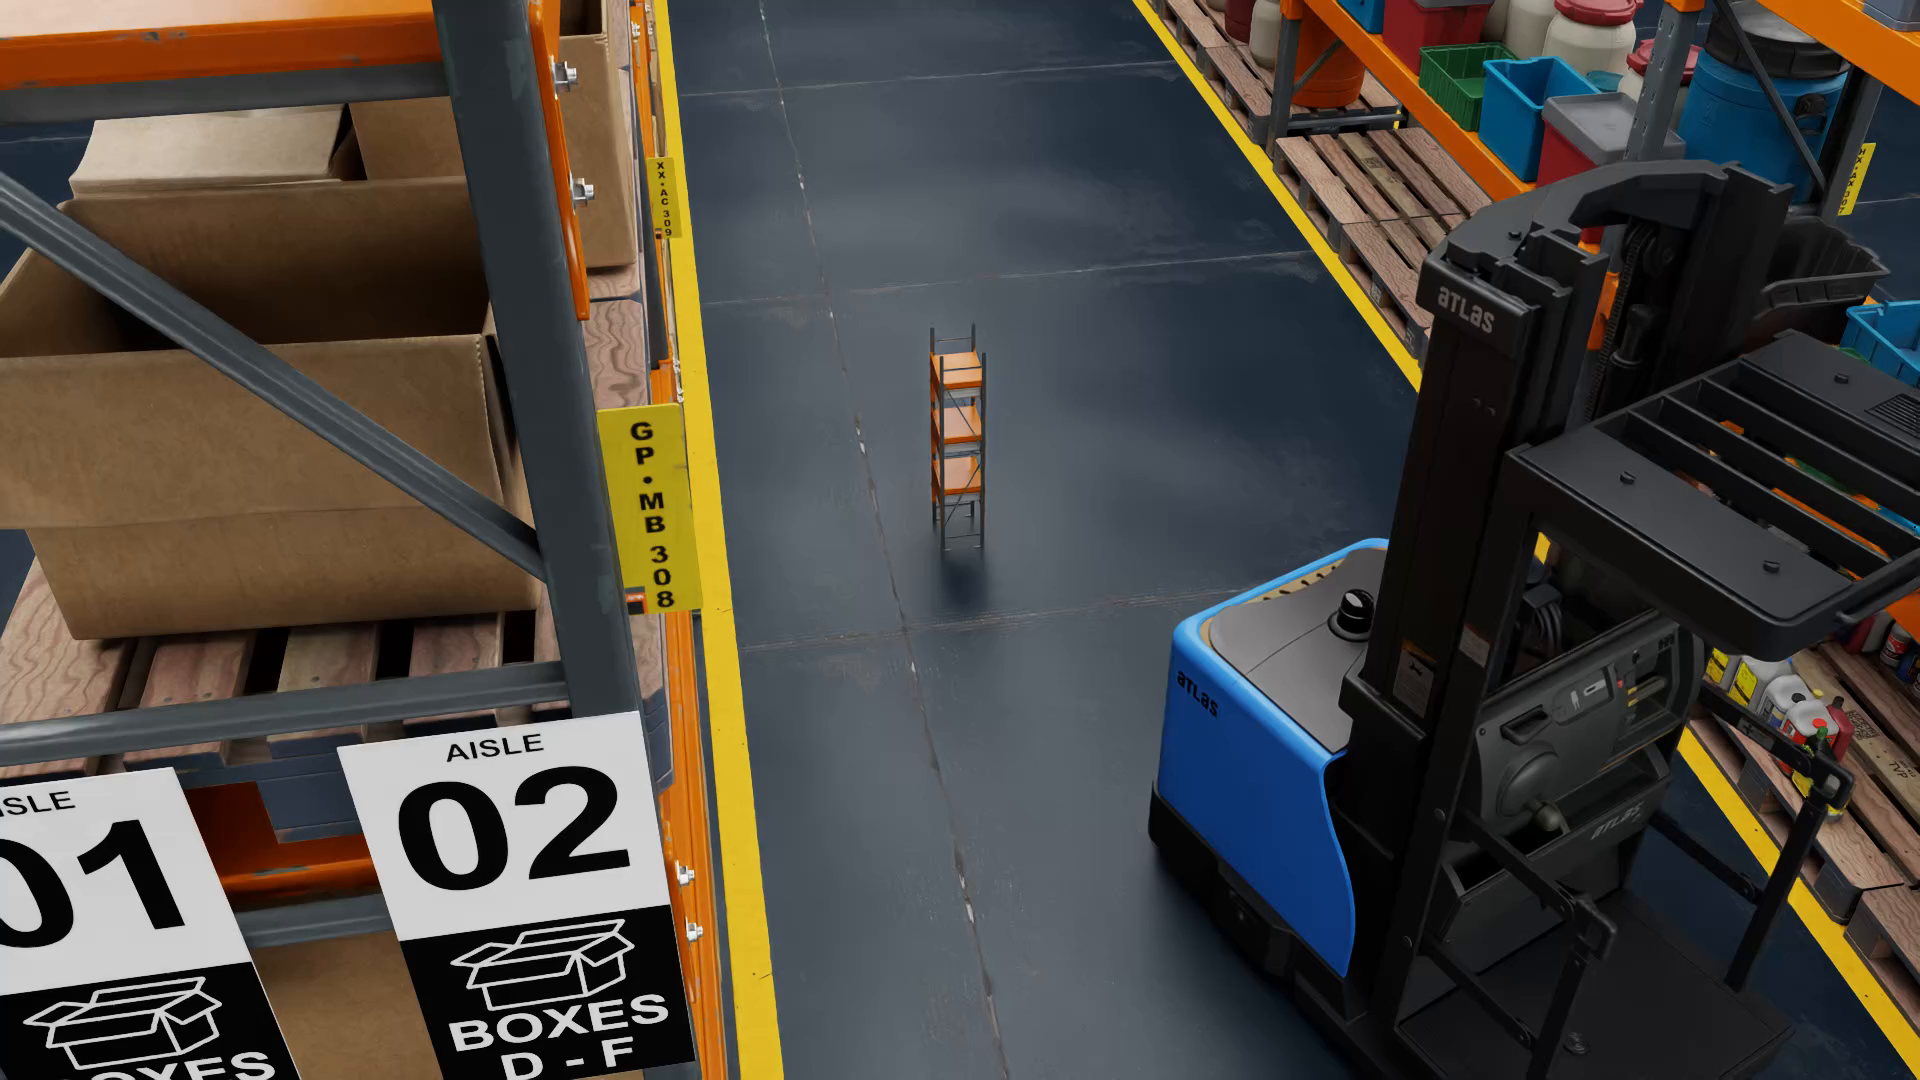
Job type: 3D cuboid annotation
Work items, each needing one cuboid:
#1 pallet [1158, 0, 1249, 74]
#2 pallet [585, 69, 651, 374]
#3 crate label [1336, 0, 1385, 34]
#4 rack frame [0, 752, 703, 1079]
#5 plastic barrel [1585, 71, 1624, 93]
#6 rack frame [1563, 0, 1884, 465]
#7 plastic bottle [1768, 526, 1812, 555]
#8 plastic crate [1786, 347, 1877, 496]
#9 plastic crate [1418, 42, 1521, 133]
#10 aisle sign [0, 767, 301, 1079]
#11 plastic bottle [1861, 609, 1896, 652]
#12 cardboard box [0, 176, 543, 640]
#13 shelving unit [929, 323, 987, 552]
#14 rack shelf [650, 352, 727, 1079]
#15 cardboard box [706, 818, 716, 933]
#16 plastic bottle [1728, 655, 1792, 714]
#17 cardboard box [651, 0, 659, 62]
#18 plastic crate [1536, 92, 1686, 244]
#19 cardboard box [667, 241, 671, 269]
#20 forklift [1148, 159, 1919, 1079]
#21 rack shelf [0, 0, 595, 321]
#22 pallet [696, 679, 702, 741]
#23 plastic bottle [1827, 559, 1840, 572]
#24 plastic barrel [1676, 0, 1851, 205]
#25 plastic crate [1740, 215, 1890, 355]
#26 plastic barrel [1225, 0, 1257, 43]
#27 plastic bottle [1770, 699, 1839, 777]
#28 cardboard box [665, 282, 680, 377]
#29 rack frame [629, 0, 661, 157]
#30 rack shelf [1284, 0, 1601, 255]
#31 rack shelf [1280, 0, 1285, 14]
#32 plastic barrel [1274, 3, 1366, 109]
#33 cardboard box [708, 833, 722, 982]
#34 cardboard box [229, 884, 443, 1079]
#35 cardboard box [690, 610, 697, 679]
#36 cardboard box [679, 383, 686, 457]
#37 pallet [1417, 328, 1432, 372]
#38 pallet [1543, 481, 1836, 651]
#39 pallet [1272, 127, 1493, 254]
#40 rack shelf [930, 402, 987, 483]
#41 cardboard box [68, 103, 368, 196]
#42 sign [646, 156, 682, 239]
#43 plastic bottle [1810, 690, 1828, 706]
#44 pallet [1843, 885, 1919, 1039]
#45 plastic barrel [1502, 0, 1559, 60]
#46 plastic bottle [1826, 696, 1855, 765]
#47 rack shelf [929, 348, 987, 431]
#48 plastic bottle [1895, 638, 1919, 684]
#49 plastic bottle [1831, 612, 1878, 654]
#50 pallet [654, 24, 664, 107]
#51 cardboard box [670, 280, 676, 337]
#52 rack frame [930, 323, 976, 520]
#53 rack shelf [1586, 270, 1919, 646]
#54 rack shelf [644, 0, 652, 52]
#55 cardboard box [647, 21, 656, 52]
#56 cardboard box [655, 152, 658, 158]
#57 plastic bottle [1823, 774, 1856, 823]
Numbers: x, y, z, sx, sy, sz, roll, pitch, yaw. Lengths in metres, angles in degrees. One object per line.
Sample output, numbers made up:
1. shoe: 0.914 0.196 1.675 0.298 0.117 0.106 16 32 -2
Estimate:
1. pallet: 2.145 -3.884 12.578 1.003 0.211 1.213 -6 38 -8
2. pallet: -1.256 -0.734 3.877 1.003 0.211 1.213 -6 38 -8
3. crate label: 2.442 -3.163 9.348 0.502 0.435 0.616 -6 38 -8
4. rack frame: -0.940 1.584 3.266 1.000 3.000 0.127 -6 38 -8
5. plastic barrel: 3.155 -2.124 8.152 0.301 0.262 0.301 0 38 0
6. rack frame: 3.236 -1.363 7.059 1.000 3.000 0.127 -6 38 -8
7. plastic bottle: 3.525 0.044 7.110 0.152 0.276 0.135 -6 38 -8
8. plastic crate: 3.196 -0.429 6.030 0.450 0.188 0.662 -6 38 -8
9. plastic crate: 2.652 -2.300 8.439 0.450 0.188 0.662 -6 38 -8
10. aisle sign: -1.218 0.629 2.377 0.394 0.787 0.004 -6 38 -8
11. plastic bottle: 3.747 0.307 6.772 0.152 0.276 0.135 -6 38 -7
12. cardboard box: -1.037 -0.210 2.590 0.797 0.503 0.637 -4 38 -5
13. shelving unit: -0.009 -0.447 7.470 0.215 1.050 0.252 -6 38 -8
14. rack shelf: -1.291 0.660 5.042 1.077 0.370 4.000 -6 38 -8
15. cardboard box: -1.076 0.954 5.365 0.500 0.500 0.500 -6 38 -8
16. plastic bottle: 3.109 0.525 6.430 0.144 0.351 0.185 -5 38 -6
17. cardboard box: -2.418 -3.674 11.713 0.500 0.500 0.500 -7 38 -9
18. plastic crate: 2.849 -1.647 7.373 0.402 0.464 0.583 -6 38 -8
19. cardboard box: -1.917 -1.726 9.425 0.500 0.250 0.500 -7 38 -8
20. forklift: 1.919 0.581 4.613 1.130 2.935 3.031 -21 43 -25
21. rack shelf: -1.291 -1.551 3.324 1.077 0.370 4.000 -6 38 -8
22. pallet: -1.543 0.754 6.607 1.003 0.211 1.213 -6 38 -8
23. plastic bottle: 3.736 0.104 7.026 0.061 0.283 0.133 -4 38 -5
24. plastic barrel: 3.466 -1.827 7.247 0.600 0.901 0.708 -6 38 -8
25. plastic crate: 3.202 -1.008 6.653 0.767 0.338 0.504 -6 38 -8
26. plastic barrel: 2.234 -3.968 12.036 0.600 0.588 0.708 -6 38 -8
27. plastic bottle: 3.166 0.738 6.217 0.152 0.276 0.135 -6 38 -8
28. cardboard box: -1.643 -1.025 8.067 0.500 0.311 0.500 -7 38 -9
29. rack frame: -2.343 -3.248 9.486 1.000 3.000 0.127 -6 38 -8
30. rack shelf: 2.885 -2.287 8.835 1.077 0.370 4.000 -6 38 -8
31. rack shelf: 2.184 -4.703 11.944 1.077 0.370 4.000 -6 38 -8
32. plastic barrel: 2.432 -3.381 11.084 0.600 0.830 0.708 -6 38 -8
33. cardboard box: -1.077 1.250 5.595 0.500 0.250 0.500 -6 38 -8
34. cardboard box: -1.019 0.717 3.243 0.700 0.500 0.500 -6 38 -8
35. cardboard box: -1.345 0.344 6.761 0.500 0.250 0.500 -6 38 -8
36. cardboard box: -1.557 -0.491 7.836 0.500 0.250 0.500 -5 38 -7
37. pallet: 3.060 -0.732 8.520 1.003 0.211 1.213 -6 38 -8
38. pallet: 3.312 0.149 7.387 1.003 0.211 1.213 -6 38 -8
39. pallet: 2.632 -2.205 10.417 1.003 0.211 1.213 -6 38 -8
40. rack shelf: -0.009 -0.439 7.476 0.215 0.259 0.240 -6 38 -8
41. cardboard box: -1.499 -0.790 3.493 0.500 0.311 0.500 -2 38 -3
42. sign: -1.096 -1.266 6.164 0.100 0.325 0.005 -6 38 -8
43. plastic bottle: 3.261 0.659 6.379 0.097 0.201 0.097 0 38 0
44. pallet: 3.740 1.622 5.490 1.003 0.211 1.213 -6 38 -8
45. plastic barrel: 3.079 -2.722 8.698 0.433 0.535 0.433 0 38 0
46. plastic bottle: 3.271 0.723 6.230 0.061 0.283 0.133 -6 38 -8
47. rack shelf: -0.009 -0.663 7.302 0.215 0.259 0.240 -6 38 -8
48. plastic bottle: 3.813 0.439 6.606 0.097 0.271 0.097 0 38 0
49. plastic bottle: 3.642 0.316 6.754 0.061 0.283 0.133 -6 38 -8
50. pallet: -2.647 -3.337 11.874 1.003 0.211 1.213 -6 38 -8
51. cardboard box: -1.739 -1.111 8.634 0.500 0.250 0.500 -6 38 -7
52. rack frame: -0.031 -0.521 7.564 0.200 1.050 0.008 -6 38 -8
53. rack shelf: 3.586 0.129 5.725 1.077 0.370 4.000 -6 38 -8
54. rack shelf: -2.694 -4.172 11.262 1.077 0.370 4.000 -6 38 -8
55. cardboard box: -2.239 -3.056 10.918 0.500 0.500 0.500 -8 38 -10
56. cardboard box: -1.911 -1.946 9.252 0.500 0.311 0.500 -7 38 -9
57. plastic bottle: 3.183 0.923 6.040 0.097 0.201 0.097 0 38 0
